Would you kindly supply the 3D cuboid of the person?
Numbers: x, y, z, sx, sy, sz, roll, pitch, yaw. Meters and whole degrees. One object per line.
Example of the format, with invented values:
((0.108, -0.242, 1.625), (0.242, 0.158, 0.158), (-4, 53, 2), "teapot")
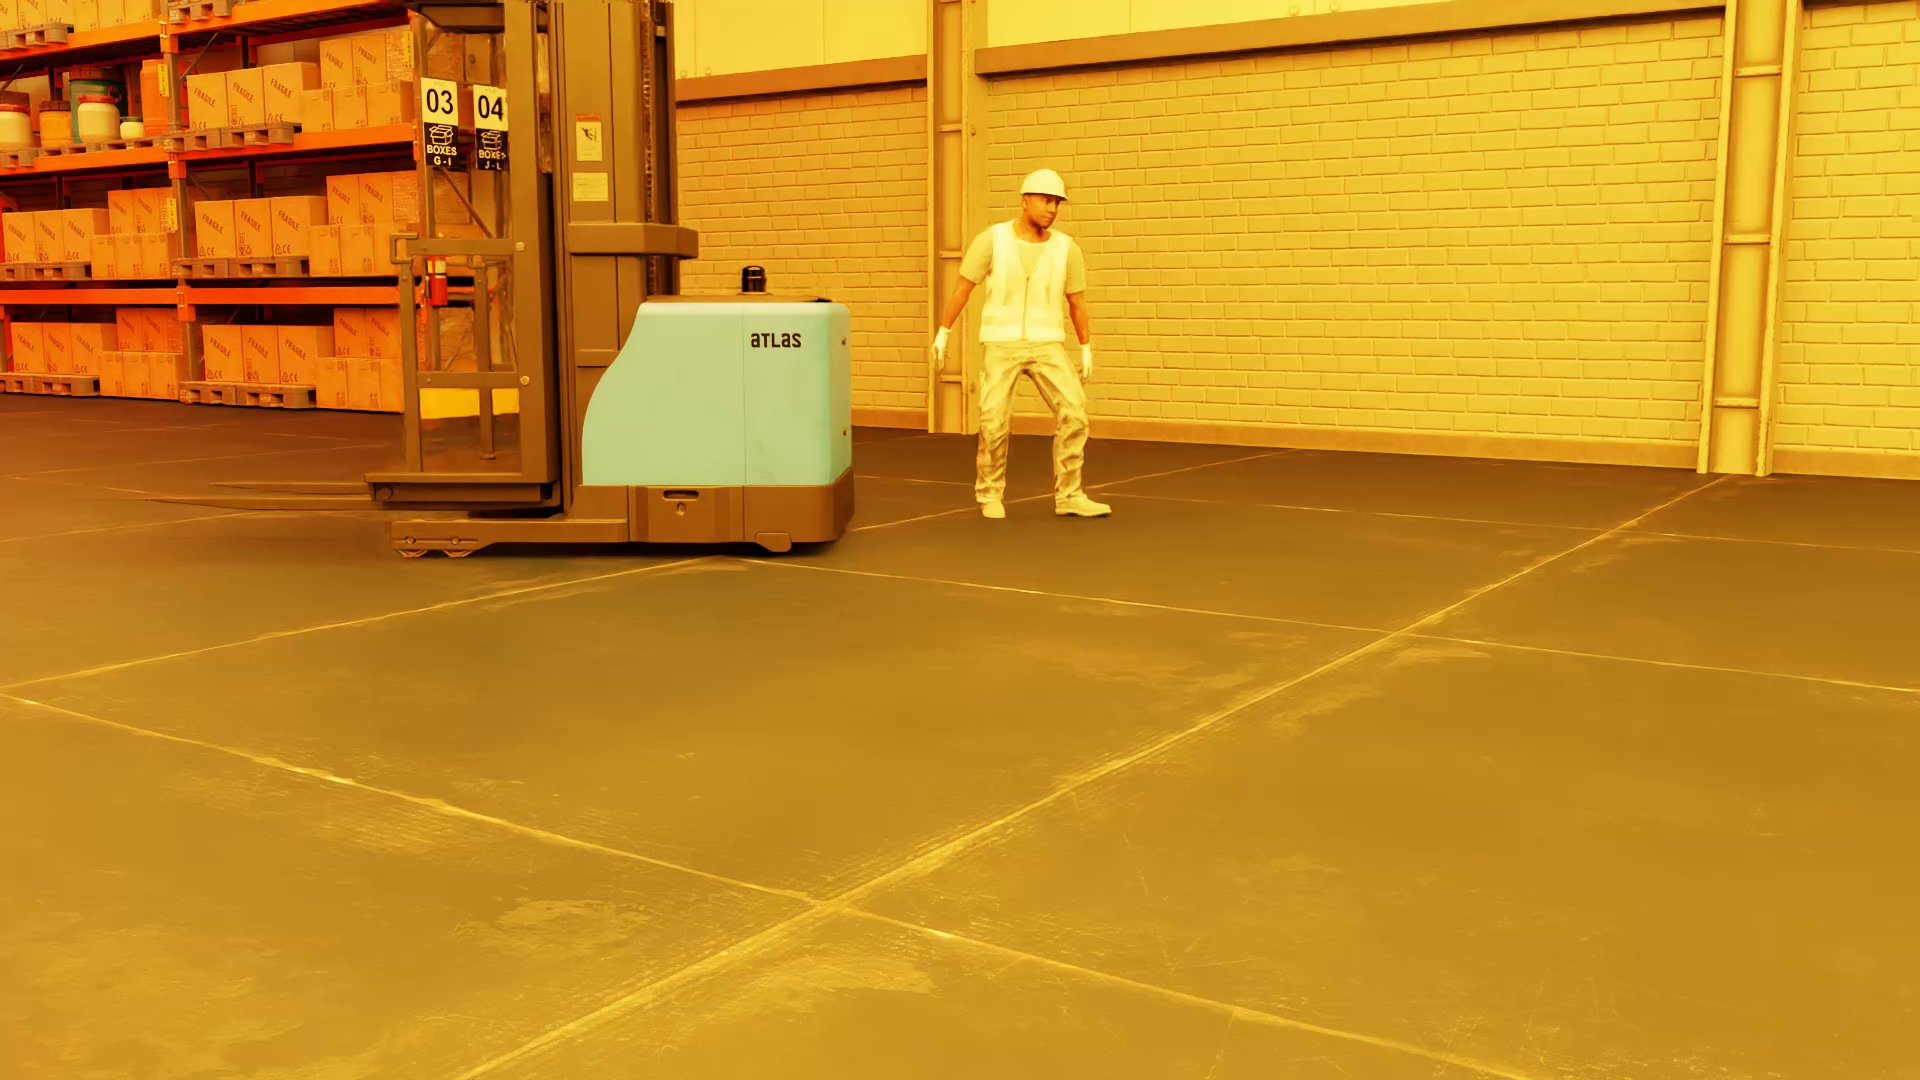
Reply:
((0.312, -0.962, 8.345), (0.902, 1.747, 0.464), (0, 8, -3), "person")

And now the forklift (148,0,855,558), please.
((-2.032, -1.449, 7.384), (3.031, 2.935, 1.130), (0, 8, 2), "forklift")
